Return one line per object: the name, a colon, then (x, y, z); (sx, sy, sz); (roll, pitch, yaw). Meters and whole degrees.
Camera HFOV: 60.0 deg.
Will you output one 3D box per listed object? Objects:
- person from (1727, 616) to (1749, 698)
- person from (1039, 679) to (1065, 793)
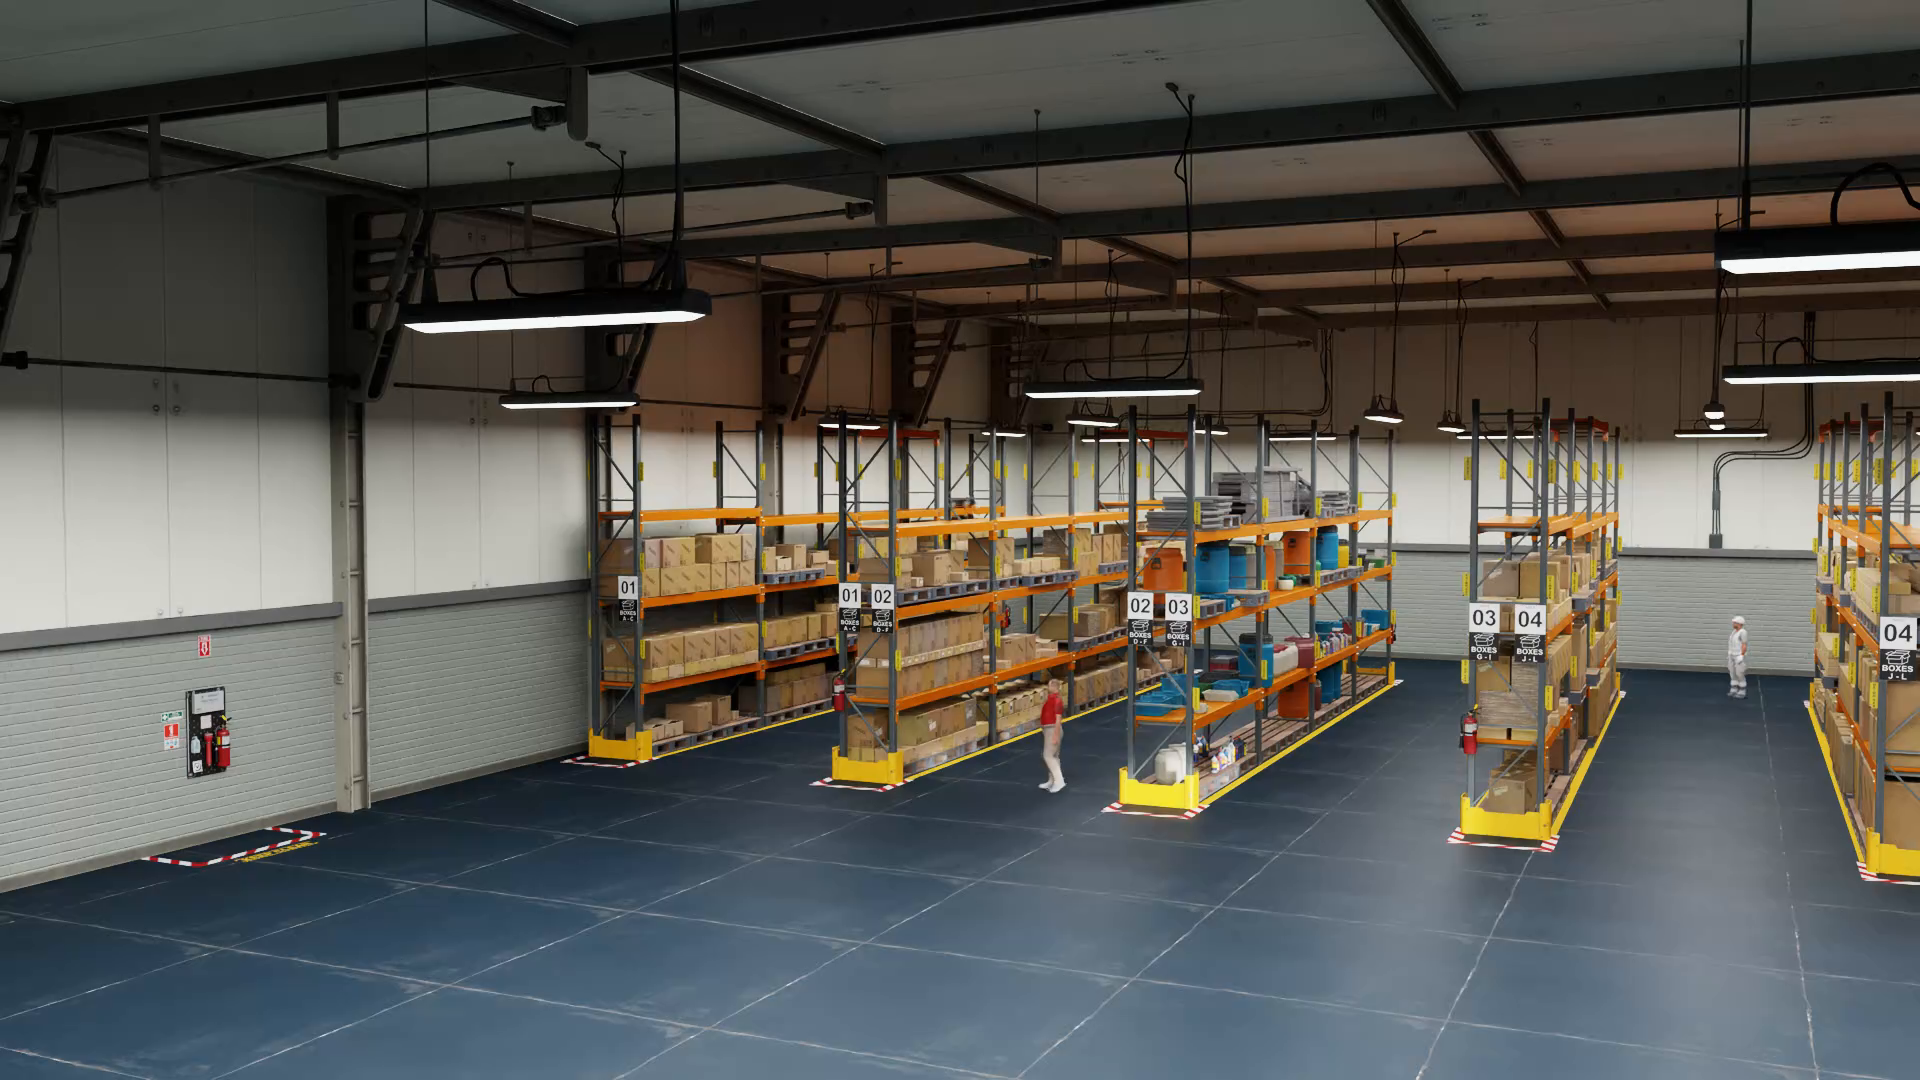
person: (17.249, 2.598, 36.906); (0.385, 1.807, 0.578); (-1, 2, -14)
person: (1.448, 3.073, 26.173); (0.404, 1.761, 0.578); (0, 2, -2)
